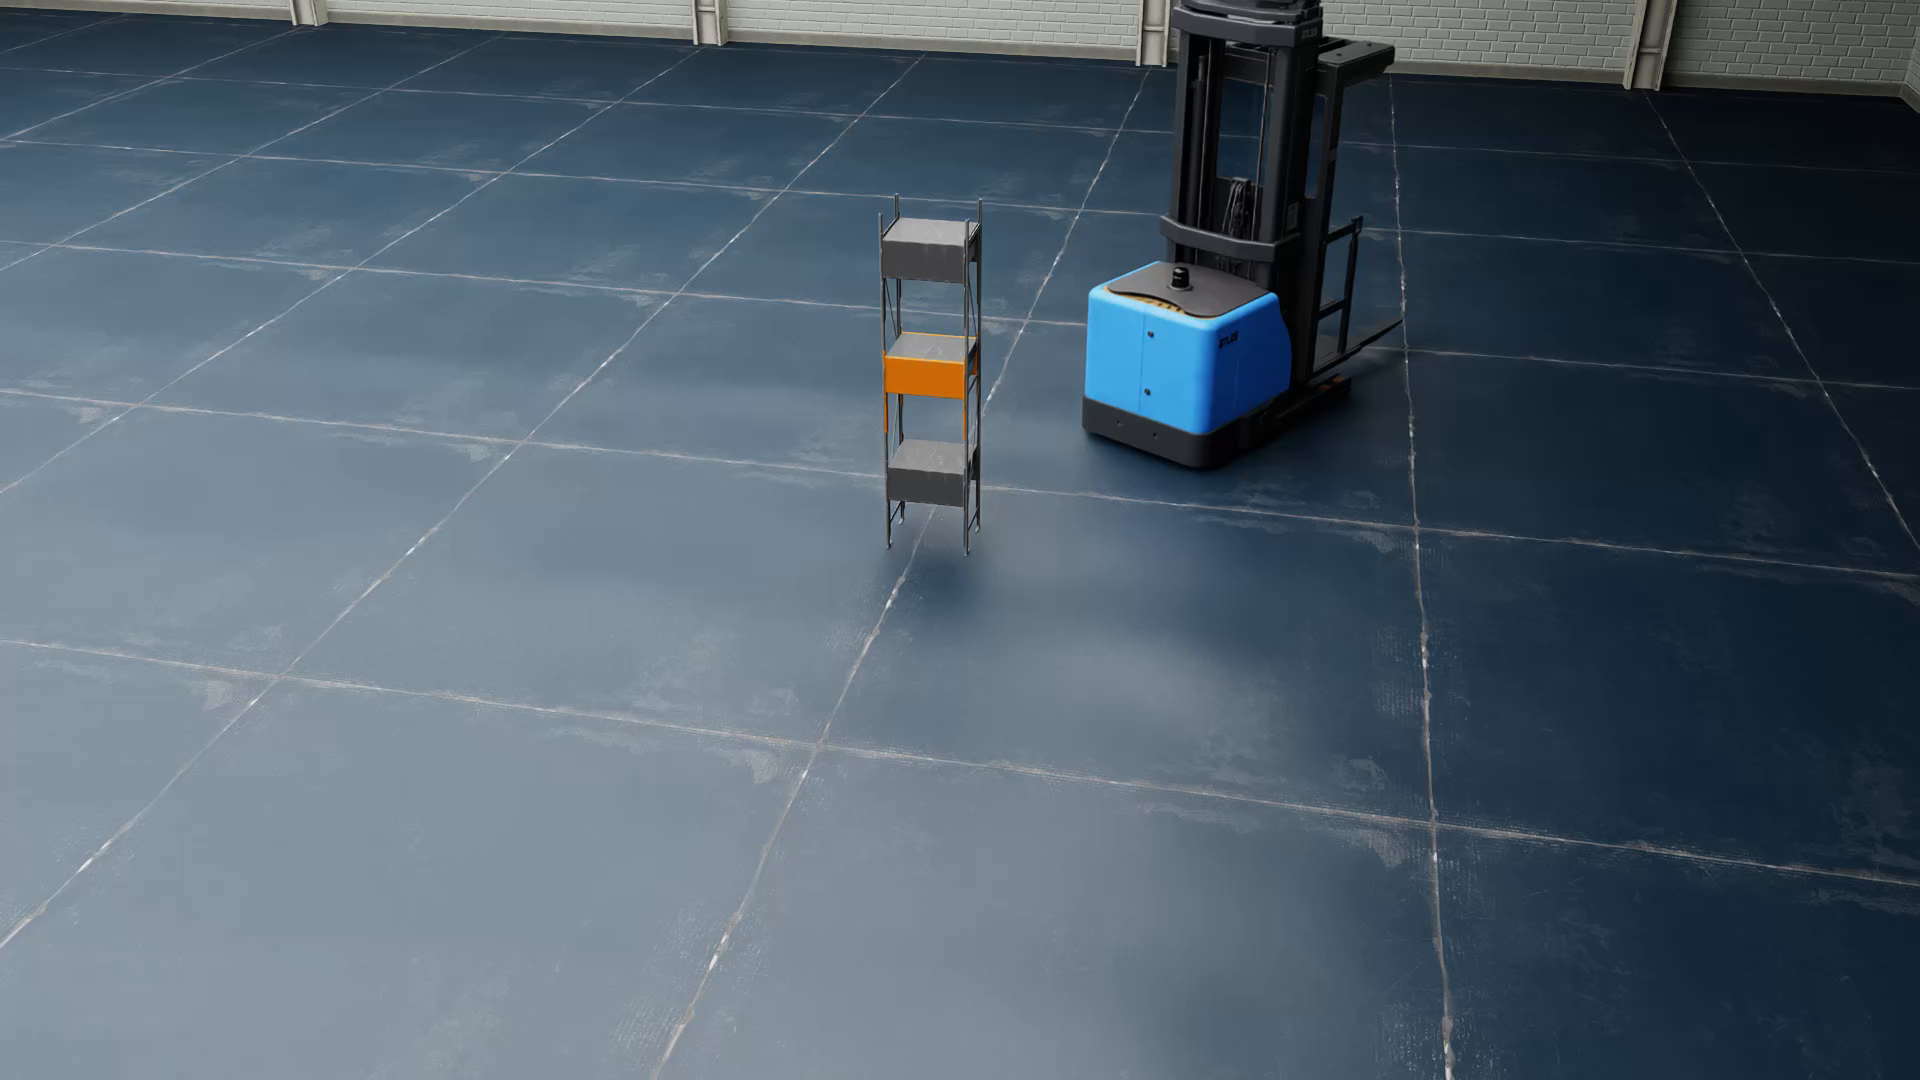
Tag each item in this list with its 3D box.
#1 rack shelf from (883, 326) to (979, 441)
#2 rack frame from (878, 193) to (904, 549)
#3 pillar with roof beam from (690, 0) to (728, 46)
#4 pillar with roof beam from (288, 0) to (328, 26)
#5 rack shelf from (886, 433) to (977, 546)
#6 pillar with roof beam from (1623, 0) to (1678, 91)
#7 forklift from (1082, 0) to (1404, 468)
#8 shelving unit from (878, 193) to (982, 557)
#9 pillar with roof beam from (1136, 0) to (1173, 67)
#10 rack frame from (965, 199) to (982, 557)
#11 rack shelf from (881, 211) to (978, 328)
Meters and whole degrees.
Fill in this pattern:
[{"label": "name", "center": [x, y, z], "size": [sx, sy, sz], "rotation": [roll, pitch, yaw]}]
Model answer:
[{"label": "rack shelf", "center": [-0.162, -0.926, 9.783], "size": [0.480, 0.518, 0.431], "rotation": [6, 29, 11]}, {"label": "rack frame", "center": [-0.401, -0.962, 9.821], "size": [0.015, 2.100, 0.400], "rotation": [6, 29, 11]}, {"label": "pillar with roof beam", "center": [-4.278, -8.689, 16.750], "size": [0.400, 9.000, 9.100], "rotation": [6, 29, 11]}, {"label": "pillar with roof beam", "center": [-10.146, -9.291, 17.849], "size": [0.400, 9.000, 9.100], "rotation": [6, 29, 11]}, {"label": "rack shelf", "center": [-0.162, -0.312, 10.119], "size": [0.480, 0.518, 0.431], "rotation": [6, 29, 11]}, {"label": "pillar with roof beam", "center": [7.457, -7.486, 14.552], "size": [0.400, 9.000, 9.100], "rotation": [6, 29, 11]}, {"label": "forklift", "center": [2.202, -2.388, 11.559], "size": [1.130, 2.935, 3.031], "rotation": [23, 36, 36]}, {"label": "shelving unit", "center": [-0.162, -0.938, 9.776], "size": [0.503, 2.100, 0.431], "rotation": [6, 29, 11]}, {"label": "pillar with roof beam", "center": [1.590, -8.087, 15.651], "size": [0.400, 9.000, 9.100], "rotation": [6, 29, 11]}, {"label": "rack frame", "center": [0.077, -0.913, 9.731], "size": [0.015, 2.100, 0.400], "rotation": [6, 29, 11]}, {"label": "rack shelf", "center": [-0.162, -1.540, 9.447], "size": [0.480, 0.518, 0.431], "rotation": [6, 29, 11]}]
